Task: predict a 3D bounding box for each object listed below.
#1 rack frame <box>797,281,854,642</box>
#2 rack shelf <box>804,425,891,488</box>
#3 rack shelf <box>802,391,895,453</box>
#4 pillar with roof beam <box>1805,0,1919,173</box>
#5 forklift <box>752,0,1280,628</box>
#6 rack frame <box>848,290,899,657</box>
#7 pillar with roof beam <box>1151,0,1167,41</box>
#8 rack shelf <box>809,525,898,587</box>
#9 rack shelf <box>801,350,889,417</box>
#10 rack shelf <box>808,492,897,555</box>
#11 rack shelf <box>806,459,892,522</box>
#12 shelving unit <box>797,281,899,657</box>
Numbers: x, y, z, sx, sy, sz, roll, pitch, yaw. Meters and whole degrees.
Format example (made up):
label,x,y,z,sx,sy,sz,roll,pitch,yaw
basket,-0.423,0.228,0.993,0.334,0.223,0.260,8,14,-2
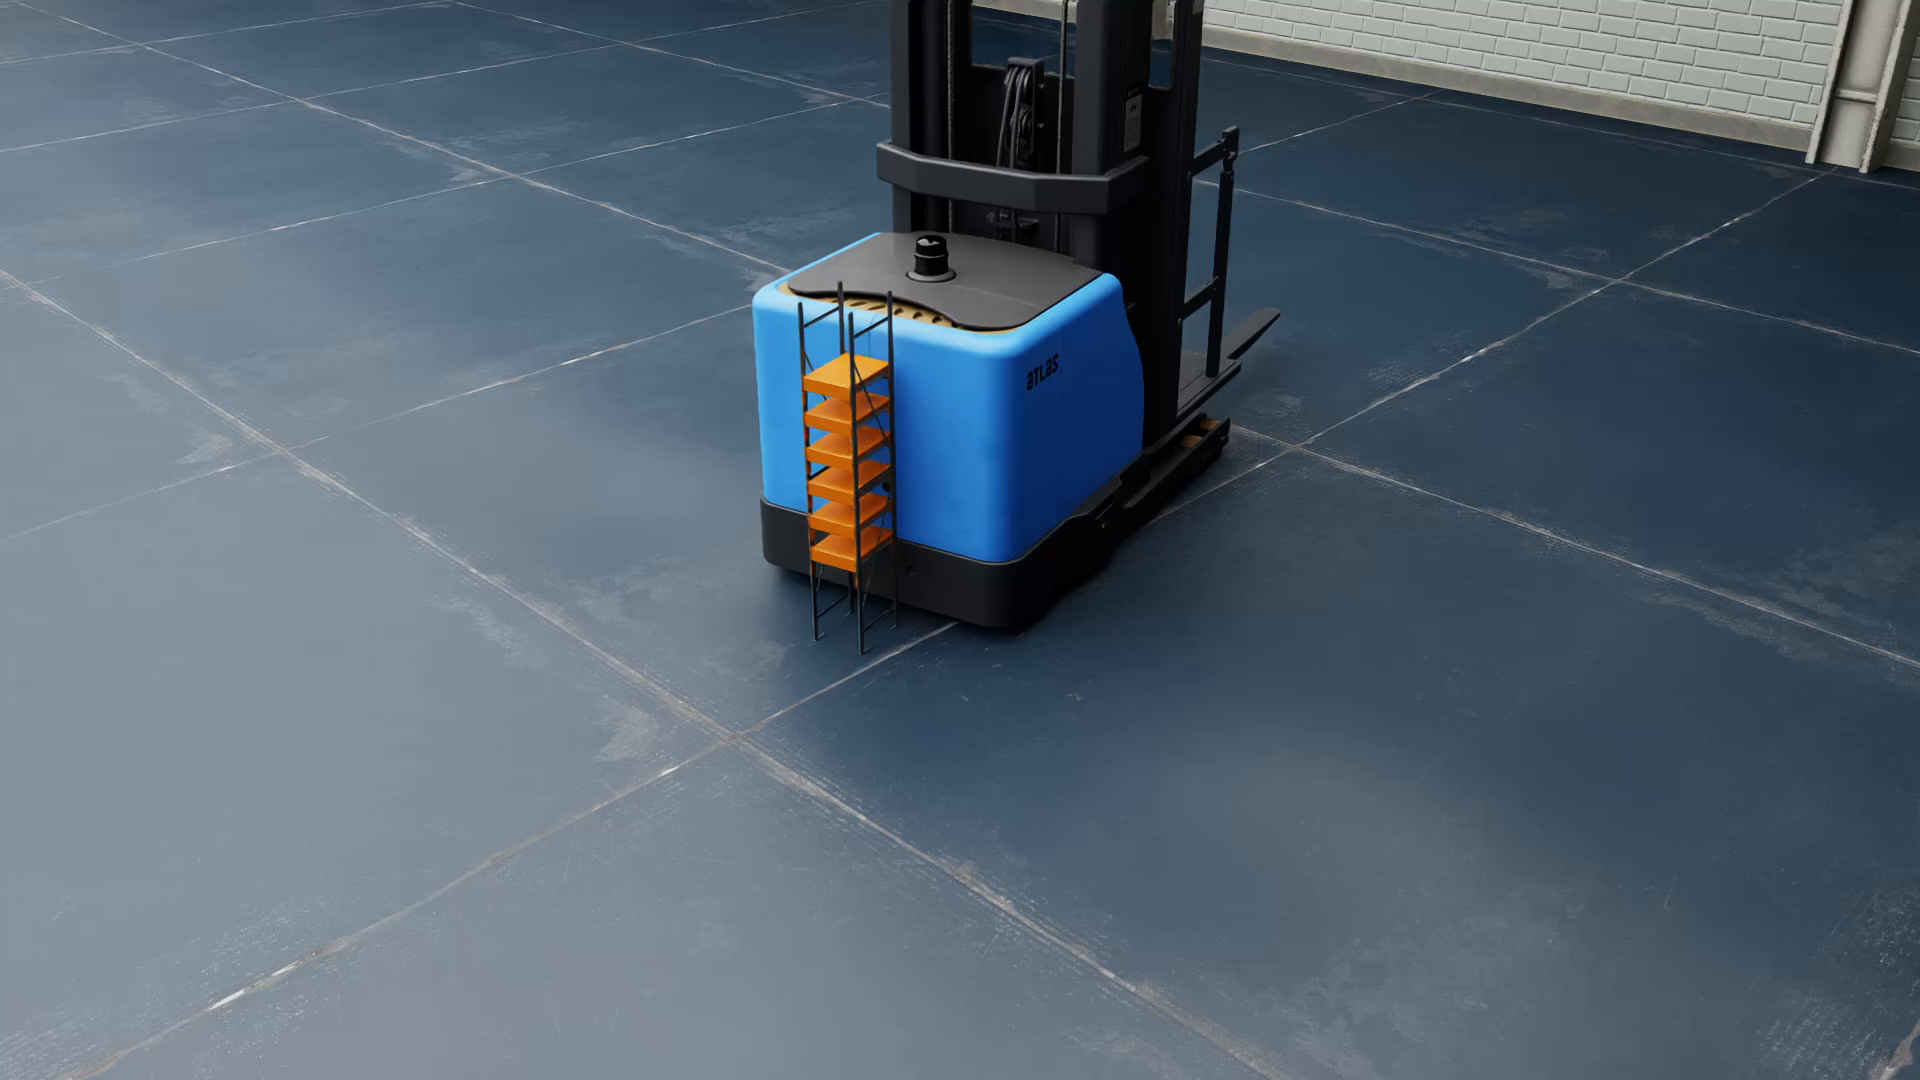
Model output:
label,x,y,z,sx,sy,sz,roll,pitch,yaw
rack frame,-0.430,-0.235,5.407,0.006,1.200,0.240,15,31,26
rack shelf,-0.351,-0.281,5.331,0.180,0.103,0.258,15,31,26
rack shelf,-0.351,-0.387,5.275,0.180,0.103,0.258,15,31,26
pillar with roof beam,2.822,-5.042,6.170,0.400,9.000,9.100,25,36,38
forklift,0.464,-1.655,6.248,1.130,2.935,3.031,15,31,26
rack frame,-0.272,-0.192,5.326,0.006,1.200,0.240,15,31,26
pillar with roof beam,-1.456,-7.000,9.893,0.400,9.000,9.100,25,36,38
rack shelf,-0.351,0.038,5.500,0.180,0.103,0.258,15,31,26
rack shelf,-0.351,-0.493,5.219,0.180,0.103,0.258,15,31,26
rack shelf,-0.351,-0.068,5.443,0.180,0.103,0.258,15,31,26
rack shelf,-0.351,-0.175,5.387,0.180,0.103,0.258,15,31,26
shelving unit,-0.351,-0.214,5.367,0.189,1.200,0.258,15,31,26
